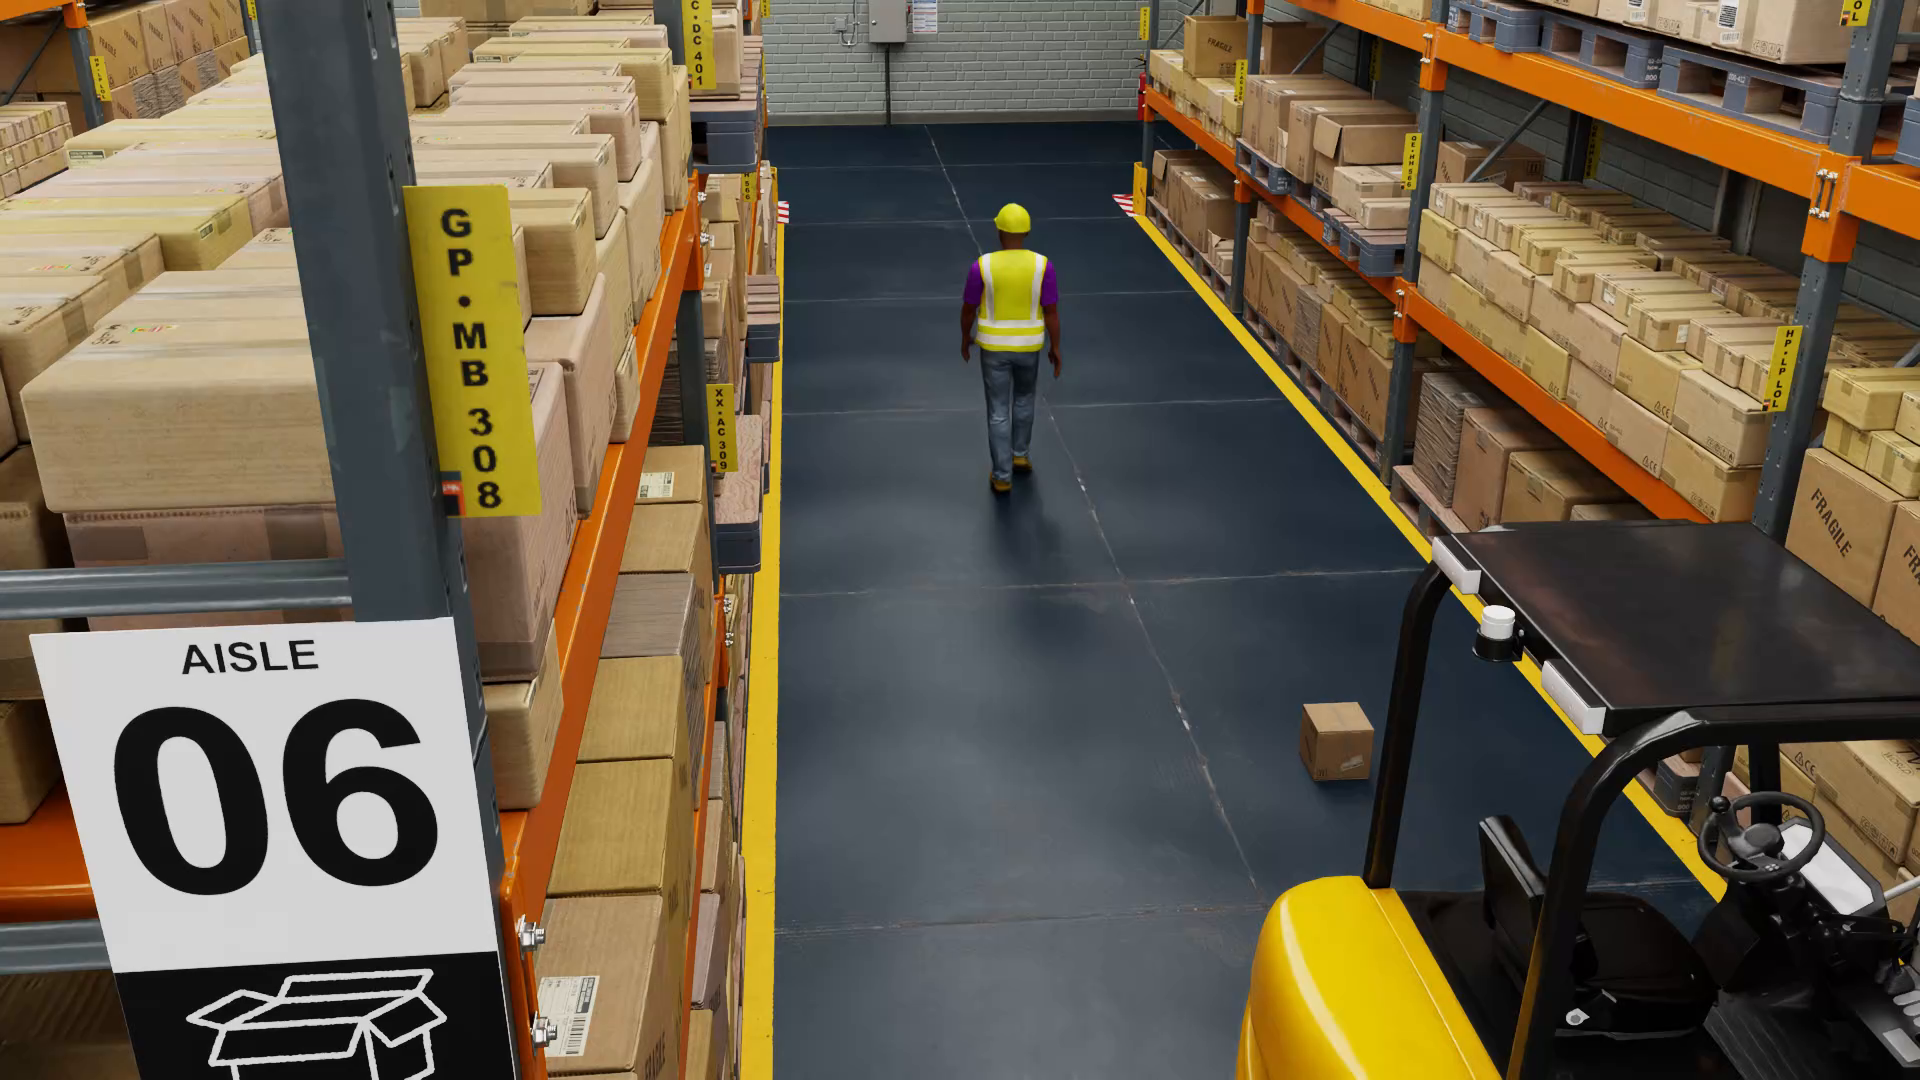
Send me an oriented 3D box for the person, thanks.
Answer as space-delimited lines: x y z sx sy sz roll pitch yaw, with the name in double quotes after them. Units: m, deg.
0.308 -1.185 10.326 0.607 1.828 0.654 -3 24 -8 "person"
